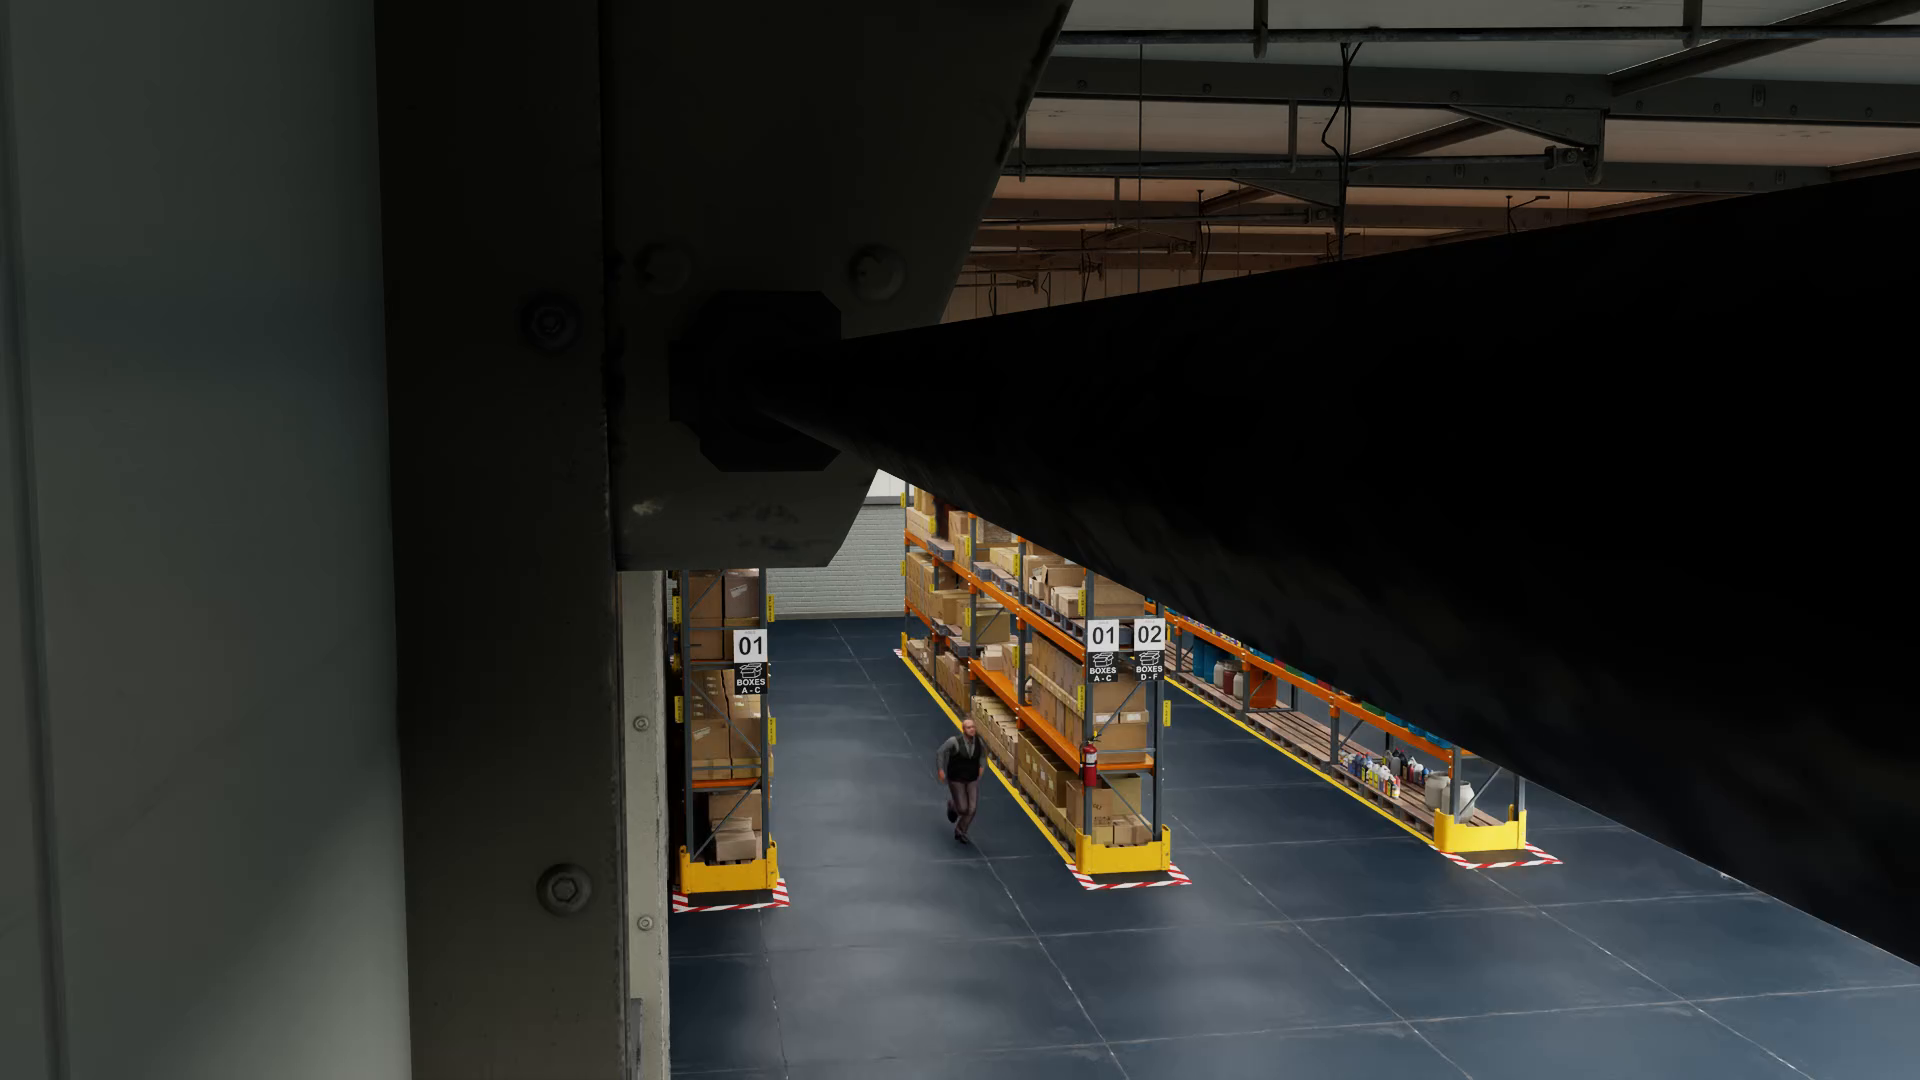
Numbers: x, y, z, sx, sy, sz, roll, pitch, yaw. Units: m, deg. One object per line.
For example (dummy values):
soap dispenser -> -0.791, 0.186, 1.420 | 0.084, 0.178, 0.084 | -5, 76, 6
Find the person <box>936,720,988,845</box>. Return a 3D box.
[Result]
person -> 0.044, 3.219, 22.218 | 0.693, 1.674, 0.682 | -3, 6, -24
